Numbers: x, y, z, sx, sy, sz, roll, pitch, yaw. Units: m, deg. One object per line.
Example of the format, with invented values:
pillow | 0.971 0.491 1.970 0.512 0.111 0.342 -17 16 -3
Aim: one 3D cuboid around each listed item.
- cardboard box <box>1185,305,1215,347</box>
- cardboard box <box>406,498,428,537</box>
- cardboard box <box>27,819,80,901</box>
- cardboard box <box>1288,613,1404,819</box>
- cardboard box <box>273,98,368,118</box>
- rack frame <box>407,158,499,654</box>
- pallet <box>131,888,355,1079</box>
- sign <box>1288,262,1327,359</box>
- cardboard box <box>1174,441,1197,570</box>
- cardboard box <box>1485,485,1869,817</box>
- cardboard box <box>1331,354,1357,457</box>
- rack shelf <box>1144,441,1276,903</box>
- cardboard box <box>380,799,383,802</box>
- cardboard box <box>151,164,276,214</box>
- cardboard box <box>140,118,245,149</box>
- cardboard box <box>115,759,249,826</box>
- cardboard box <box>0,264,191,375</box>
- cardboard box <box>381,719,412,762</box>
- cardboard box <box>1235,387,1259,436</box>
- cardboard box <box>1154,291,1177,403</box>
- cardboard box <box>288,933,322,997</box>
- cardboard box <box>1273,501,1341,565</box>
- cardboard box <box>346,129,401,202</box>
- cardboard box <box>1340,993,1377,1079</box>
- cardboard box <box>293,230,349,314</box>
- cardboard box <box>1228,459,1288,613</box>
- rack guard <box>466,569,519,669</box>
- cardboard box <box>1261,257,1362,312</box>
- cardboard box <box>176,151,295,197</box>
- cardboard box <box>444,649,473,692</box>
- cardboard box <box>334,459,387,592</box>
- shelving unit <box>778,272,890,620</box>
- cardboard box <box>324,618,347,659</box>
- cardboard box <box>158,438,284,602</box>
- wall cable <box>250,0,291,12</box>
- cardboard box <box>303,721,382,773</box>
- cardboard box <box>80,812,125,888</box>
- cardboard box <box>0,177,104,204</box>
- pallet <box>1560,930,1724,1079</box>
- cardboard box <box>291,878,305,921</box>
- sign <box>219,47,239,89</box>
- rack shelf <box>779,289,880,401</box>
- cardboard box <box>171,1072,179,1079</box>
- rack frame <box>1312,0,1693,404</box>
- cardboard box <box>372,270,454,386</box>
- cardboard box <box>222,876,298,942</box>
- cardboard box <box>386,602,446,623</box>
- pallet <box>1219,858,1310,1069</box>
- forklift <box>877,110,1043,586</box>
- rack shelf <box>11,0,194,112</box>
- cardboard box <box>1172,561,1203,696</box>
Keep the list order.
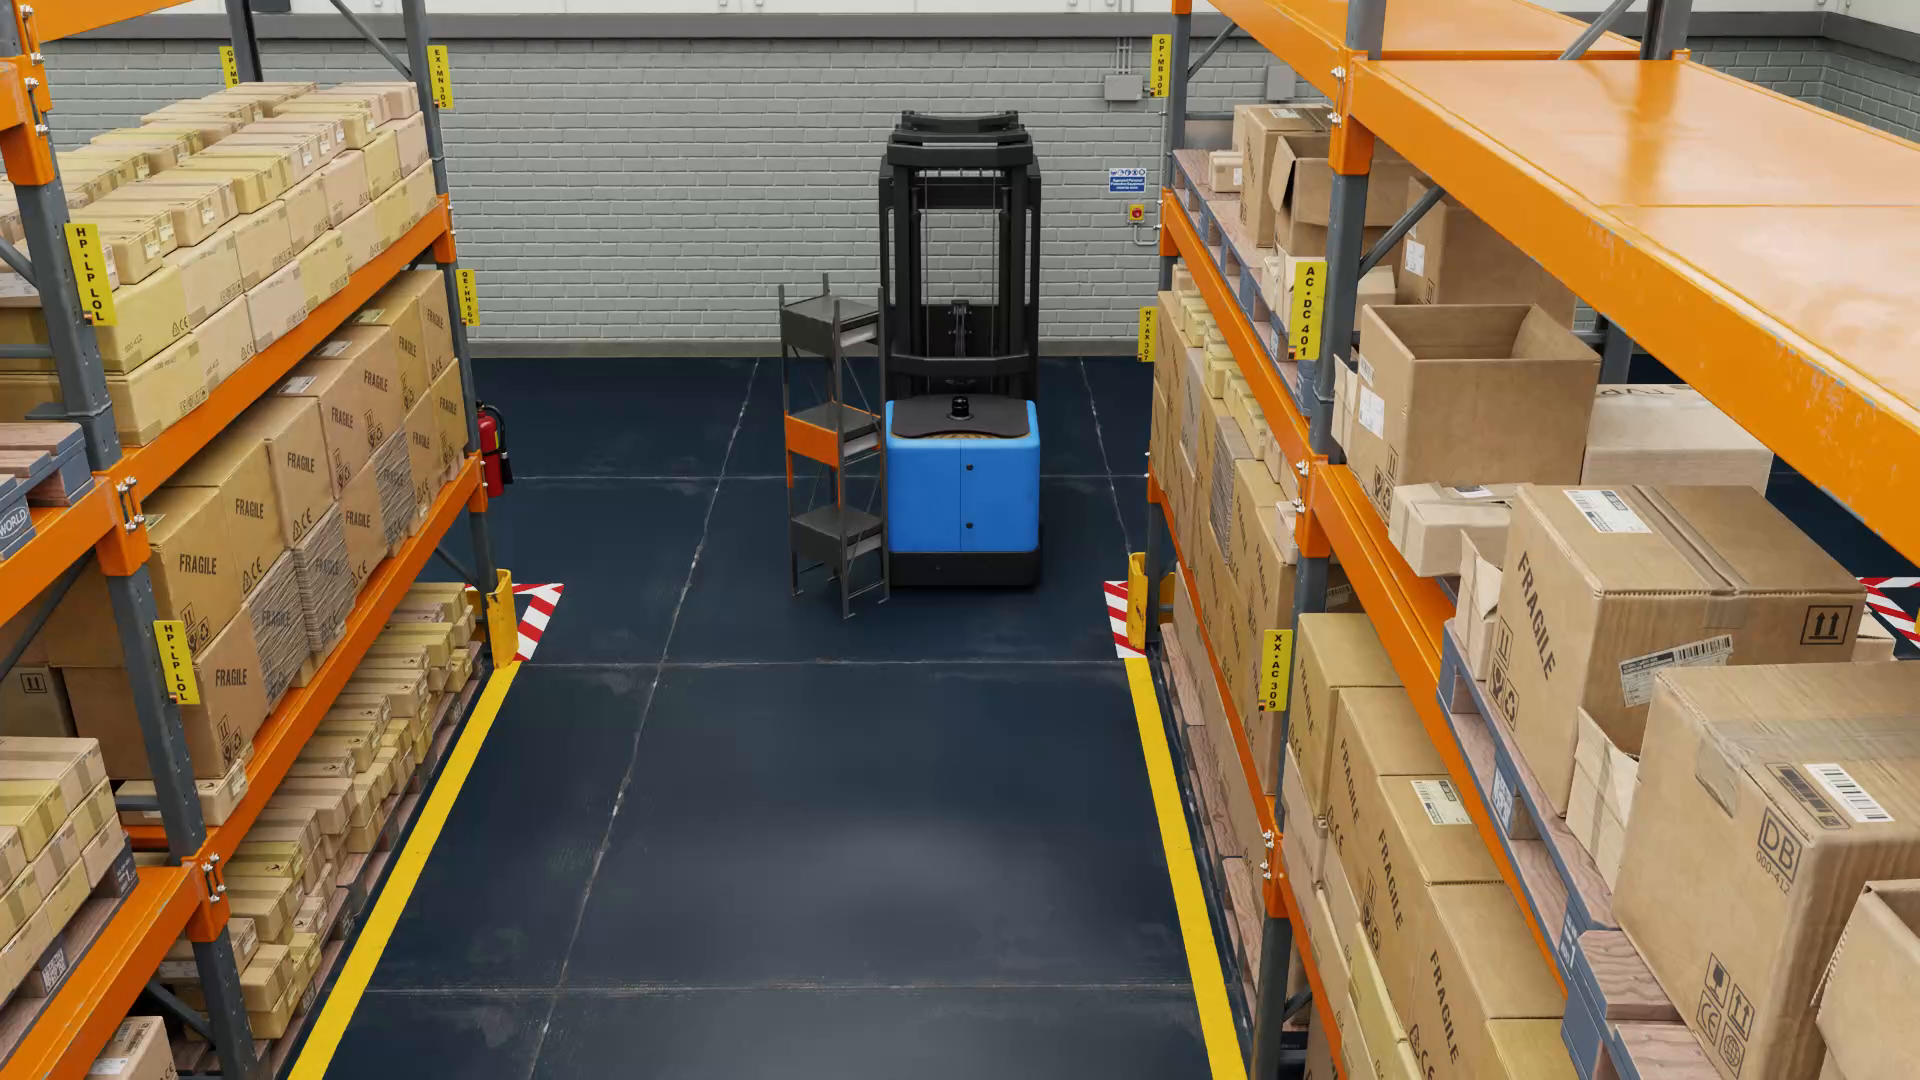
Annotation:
cardboard box | 1.346 -1.080 8.376 0.380 0.149 0.250 -1 24 -2
cardboard box | -3.017 -0.132 8.707 0.380 0.149 0.250 0 24 1
cardboard box | -3.063 1.017 5.296 0.380 0.149 0.250 0 24 0
cardboard box | 1.397 0.575 5.503 0.500 0.500 0.500 0 24 0
cardboard box | -3.107 -2.055 8.105 0.380 0.149 0.250 -1 24 -2
rack frame | -3.312 -0.690 9.637 1.000 3.000 0.127 0 24 -1
pallet | -3.312 1.952 7.178 1.003 0.211 1.213 0 24 -1
sign | 1.125 -0.741 5.386 0.100 0.325 0.005 0 24 -1
cardboard box | 1.375 -0.183 8.393 0.500 0.500 0.500 0 24 -1
cardboard box | 1.414 0.214 3.367 0.500 0.500 0.500 0 24 0
cardboard box | 1.335 -0.395 4.997 0.396 0.266 0.258 0 24 -1
rack shelf | 1.658 0.398 8.104 1.077 0.370 4.000 0 24 -1
cardboard box | -3.086 1.272 8.248 0.380 0.149 0.250 0 24 1
cardboard box | -2.996 -1.413 6.685 0.380 0.149 0.250 1 24 2
cardboard box | -3.511 -1.841 7.631 0.380 0.149 0.250 0 24 1
cardboard box | -2.945 0.954 6.305 0.380 0.149 0.250 1 24 1
cardboard box | -3.034 -0.768 5.743 0.500 0.250 0.500 1 24 1
cardboard box | -3.011 1.031 8.419 0.380 0.149 0.250 1 24 2
cardboard box | 1.407 -0.555 7.216 0.380 0.149 0.250 -1 24 -2
cardboard box | 1.357 -1.056 9.111 0.500 0.500 0.500 -1 24 -2
cardboard box | -2.954 1.804 7.071 0.380 0.149 0.250 0 24 1
cardboard box | 1.358 -0.028 6.051 0.380 0.149 0.250 -1 24 -2
cardboard box | -3.046 -1.817 8.063 0.500 0.250 0.500 -1 24 -2
cardboard box | 1.417 1.569 4.822 0.500 0.250 0.500 0 24 -1
cardboard box | -3.013 -1.169 7.237 0.500 0.250 0.500 1 24 2
cardboard box | 1.401 -0.010 6.796 0.500 0.500 0.500 -1 24 -1
rack guard | -3.312 0.480 10.082 1.175 0.500 0.348 0 24 -1
cardboard box | 1.350 -0.966 6.280 0.380 0.149 0.250 0 24 1
cardboard box | -3.012 -1.521 6.924 0.380 0.149 0.250 -1 24 -2
cardboard box | -2.994 0.739 9.427 0.380 0.149 0.250 0 24 1
cardboard box | -3.040 -0.061 7.762 0.500 0.500 0.500 1 24 2
shelving unit | -0.782 -0.578 10.479 0.503 2.100 0.431 21 32 38
cardboard box | -3.008 0.412 7.505 0.380 0.149 0.250 1 24 2
cardboard box | -3.051 -0.079 6.590 0.500 0.500 0.500 -1 24 -2
wall cable | -4.888 -7.255 12.966 2.277 5.999 0.120 0 24 -1
cardboard box | -3.057 1.007 8.111 0.380 0.149 0.250 0 24 0
cardboard box | -3.067 1.044 5.598 0.380 0.149 0.250 -1 24 -2
cardboard box | -3.565 -1.307 6.452 0.380 0.149 0.250 -1 24 -3
pallet | 1.663 0.996 2.496 1.213 0.211 1.003 1 24 2
cardboard box | -3.084 1.575 7.217 0.380 0.149 0.250 0 24 -1
sign | -3.855 -2.453 8.833 0.100 0.325 0.005 0 24 -1
rack shelf | -0.782 -1.203 10.196 0.480 0.518 0.431 21 32 38
cardboard box | -3.009 2.209 5.749 0.500 0.500 0.500 -1 24 -2
rack frame | 1.680 -1.840 4.897 1.000 3.000 0.127 0 24 -1
cardboard box | -3.059 -1.140 8.934 0.500 0.500 0.500 -1 24 -2
cardboard box | -3.009 1.538 6.938 0.380 0.149 0.250 1 24 2
cardboard box | -3.108 0.467 9.306 0.380 0.149 0.250 0 24 0
pallet | 1.750 1.851 7.402 1.003 0.211 1.213 0 24 -1
forklift | -0.002 -1.595 11.720 1.130 2.935 3.031 0 24 0
rack shelf | -3.291 -2.270 6.727 1.077 0.370 4.000 0 24 -1
cardboard box | 1.743 0.493 9.619 0.875 0.438 0.875 -1 24 -2
